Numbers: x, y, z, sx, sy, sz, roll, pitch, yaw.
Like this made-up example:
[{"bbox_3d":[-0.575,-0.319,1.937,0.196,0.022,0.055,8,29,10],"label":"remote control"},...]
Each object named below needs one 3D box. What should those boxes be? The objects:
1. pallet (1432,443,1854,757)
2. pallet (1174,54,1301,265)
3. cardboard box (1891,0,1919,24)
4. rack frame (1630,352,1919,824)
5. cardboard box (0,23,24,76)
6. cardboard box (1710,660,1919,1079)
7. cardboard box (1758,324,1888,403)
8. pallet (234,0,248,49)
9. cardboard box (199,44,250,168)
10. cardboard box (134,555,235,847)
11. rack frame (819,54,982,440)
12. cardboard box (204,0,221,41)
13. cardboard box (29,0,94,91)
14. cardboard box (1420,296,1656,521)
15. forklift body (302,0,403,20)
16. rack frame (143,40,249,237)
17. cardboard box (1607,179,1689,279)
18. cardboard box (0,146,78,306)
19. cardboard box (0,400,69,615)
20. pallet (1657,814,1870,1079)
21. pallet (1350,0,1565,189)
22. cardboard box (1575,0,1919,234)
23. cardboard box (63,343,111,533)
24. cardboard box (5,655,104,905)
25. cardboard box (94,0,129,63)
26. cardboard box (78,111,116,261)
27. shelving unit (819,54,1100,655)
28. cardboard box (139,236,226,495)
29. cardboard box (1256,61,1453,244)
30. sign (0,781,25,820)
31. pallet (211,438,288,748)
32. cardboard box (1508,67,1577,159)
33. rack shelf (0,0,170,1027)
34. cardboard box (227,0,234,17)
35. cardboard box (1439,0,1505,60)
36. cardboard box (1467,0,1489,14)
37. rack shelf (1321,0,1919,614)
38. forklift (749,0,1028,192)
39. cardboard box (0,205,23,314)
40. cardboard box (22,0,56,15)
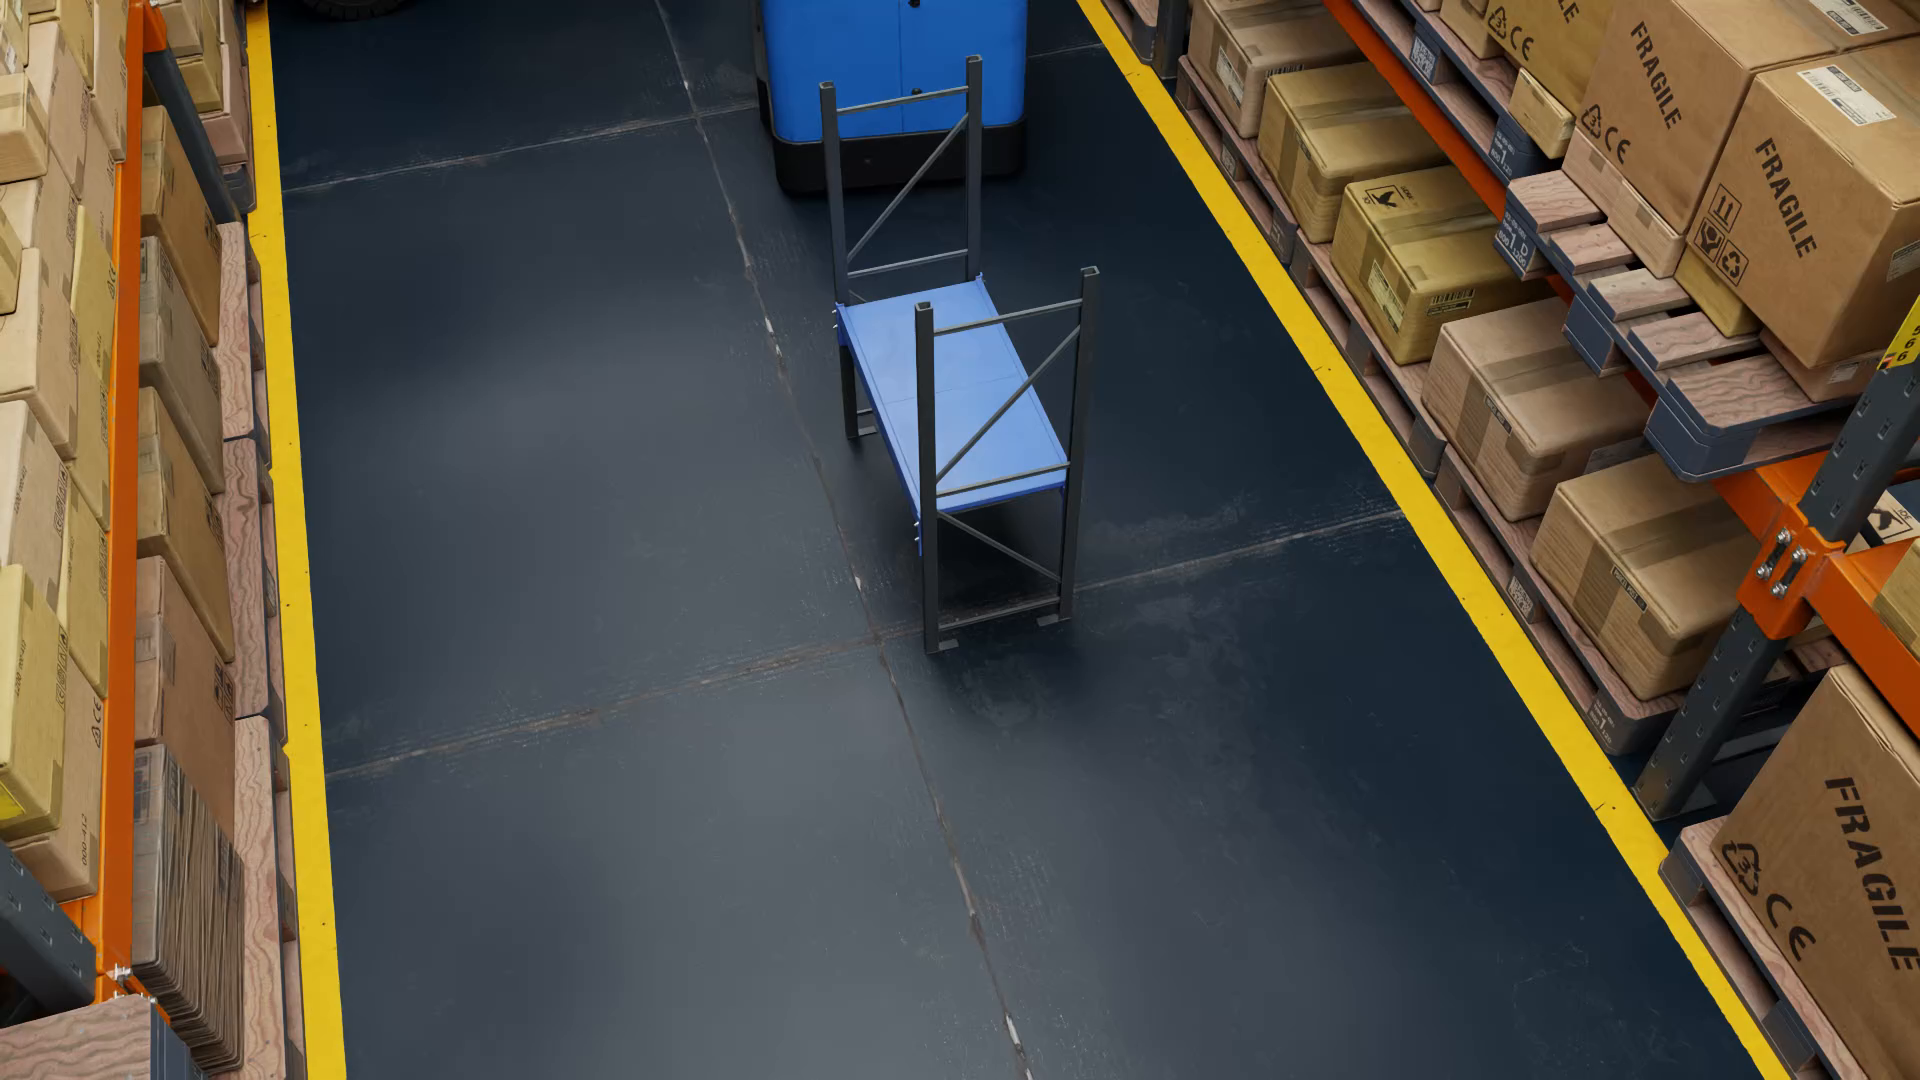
[{"bbox_3d":[2.321,0.061,5.560,1.003,0.211,1.213,-13,51,-11],"label":"pallet"},{"bbox_3d":[1.600,-1.721,7.062,1.003,0.211,1.213,-13,51,-11],"label":"pallet"},{"bbox_3d":[2.478,-1.290,4.341,0.500,0.500,0.500,-11,51,-9],"label":"cardboard box"},{"bbox_3d":[2.551,-0.266,4.013,1.000,3.000,0.127,-13,51,-11],"label":"rack frame"},{"bbox_3d":[-2.653,-1.178,4.292,0.380,0.149,0.250,-13,51,-11],"label":"cardboard box"},{"bbox_3d":[2.676,0.807,4.223,0.875,0.875,0.875,-14,51,-11],"label":"cardboard box"},{"bbox_3d":[2.229,-0.507,4.105,0.380,0.149,0.250,-12,51,-10],"label":"cardboard box"},{"bbox_3d":[-3.932,-2.647,7.843,1.003,0.211,1.213,-13,51,-11],"label":"pallet"},{"bbox_3d":[-3.199,-1.740,6.779,0.500,0.250,0.500,-13,51,-11],"label":"cardboard box"},{"bbox_3d":[-2.562,0.555,4.599,0.875,0.625,0.625,-12,51,-10],"label":"cardboard box"},{"bbox_3d":[-0.176,-0.917,5.542,0.500,1.500,0.032,-13,51,-11],"label":"rack frame"},{"bbox_3d":[-3.372,-2.263,6.893,0.500,0.250,0.500,-14,51,-11],"label":"cardboard box"},{"bbox_3d":[-2.824,-1.501,4.824,0.500,0.250,0.500,-15,51,-12],"label":"cardboard box"},{"bbox_3d":[2.167,-0.507,5.659,0.950,0.372,0.625,-14,51,-12],"label":"cardboard box"},{"bbox_3d":[-2.252,-3.738,7.495,2.313,2.155,1.214,-13,51,-11],"label":"forklift body"},{"bbox_3d":[-3.373,-2.063,5.527,1.000,3.000,0.127,-13,51,-11],"label":"rack frame"},{"bbox_3d":[1.964,-0.860,4.403,0.380,0.149,0.250,-14,51,-11],"label":"cardboard box"},{"bbox_3d":[-2.547,-0.753,4.194,0.500,0.250,0.500,-13,51,-10],"label":"cardboard box"},{"bbox_3d":[-2.234,0.001,3.559,0.500,0.250,0.500,-12,51,-10],"label":"cardboard box"},{"bbox_3d":[2.712,1.225,4.579,1.003,0.211,1.213,-13,51,-11],"label":"pallet"},{"bbox_3d":[1.926,-1.641,5.297,1.003,0.211,1.213,-13,51,-11],"label":"pallet"},{"bbox_3d":[1.988,-1.174,4.243,0.500,0.500,0.500,-14,51,-12],"label":"cardboard box"},{"bbox_3d":[-2.390,-0.215,4.068,0.500,0.250,0.500,-15,51,-12],"label":"cardboard box"},{"bbox_3d":[-2.087,0.528,3.441,0.500,0.250,0.500,-13,51,-11],"label":"cardboard box"},{"bbox_3d":[-2.974,-1.705,5.324,0.500,0.250,0.500,-12,51,-10],"label":"cardboard box"},{"bbox_3d":[-2.702,-0.970,4.704,0.500,0.250,0.500,-13,51,-11],"label":"cardboard box"},{"bbox_3d":[-0.025,-0.546,5.229,0.538,1.500,1.048,-13,51,-11],"label":"shelving unit"},{"bbox_3d":[-2.985,-0.486,5.476,0.875,0.625,0.625,-14,51,-11],"label":"cardboard box"},{"bbox_3d":[1.741,-1.569,6.555,0.950,0.372,0.625,-10,51,-9],"label":"cardboard box"},{"bbox_3d":[-1.674,0.382,2.761,0.100,0.325,0.005,-13,51,-11],"label":"sign"},{"bbox_3d":[-2.753,0.258,5.394,1.003,0.211,1.213,-13,51,-11],"label":"pallet"},{"bbox_3d":[1.802,-1.244,4.726,0.380,0.149,0.250,-13,51,-10],"label":"cardboard box"},{"bbox_3d":[-2.781,-0.370,4.571,1.077,0.370,4.000,-13,51,-11],"label":"rack shelf"},{"bbox_3d":[-3.531,-2.479,7.402,0.500,0.250,0.500,-13,51,-10],"label":"cardboard box"},{"bbox_3d":[1.695,-1.621,5.044,0.380,0.149,0.250,-15,51,-12],"label":"cardboard box"},{"bbox_3d":[1.677,-1.941,4.890,0.500,0.500,0.500,-15,52,-12],"label":"cardboard box"},{"bbox_3d":[1.959,-1.495,5.519,1.077,0.370,4.000,-13,51,-11],"label":"rack shelf"},{"bbox_3d":[-0.442,-3.526,6.806,1.130,2.935,3.031,-6,50,-5],"label":"forklift"},{"bbox_3d":[-2.394,-0.622,3.823,0.380,0.149,0.250,-12,51,-10],"label":"cardboard box"},{"bbox_3d":[-2.739,-1.568,4.620,0.380,0.149,0.250,-15,51,-12],"label":"cardboard box"}]
